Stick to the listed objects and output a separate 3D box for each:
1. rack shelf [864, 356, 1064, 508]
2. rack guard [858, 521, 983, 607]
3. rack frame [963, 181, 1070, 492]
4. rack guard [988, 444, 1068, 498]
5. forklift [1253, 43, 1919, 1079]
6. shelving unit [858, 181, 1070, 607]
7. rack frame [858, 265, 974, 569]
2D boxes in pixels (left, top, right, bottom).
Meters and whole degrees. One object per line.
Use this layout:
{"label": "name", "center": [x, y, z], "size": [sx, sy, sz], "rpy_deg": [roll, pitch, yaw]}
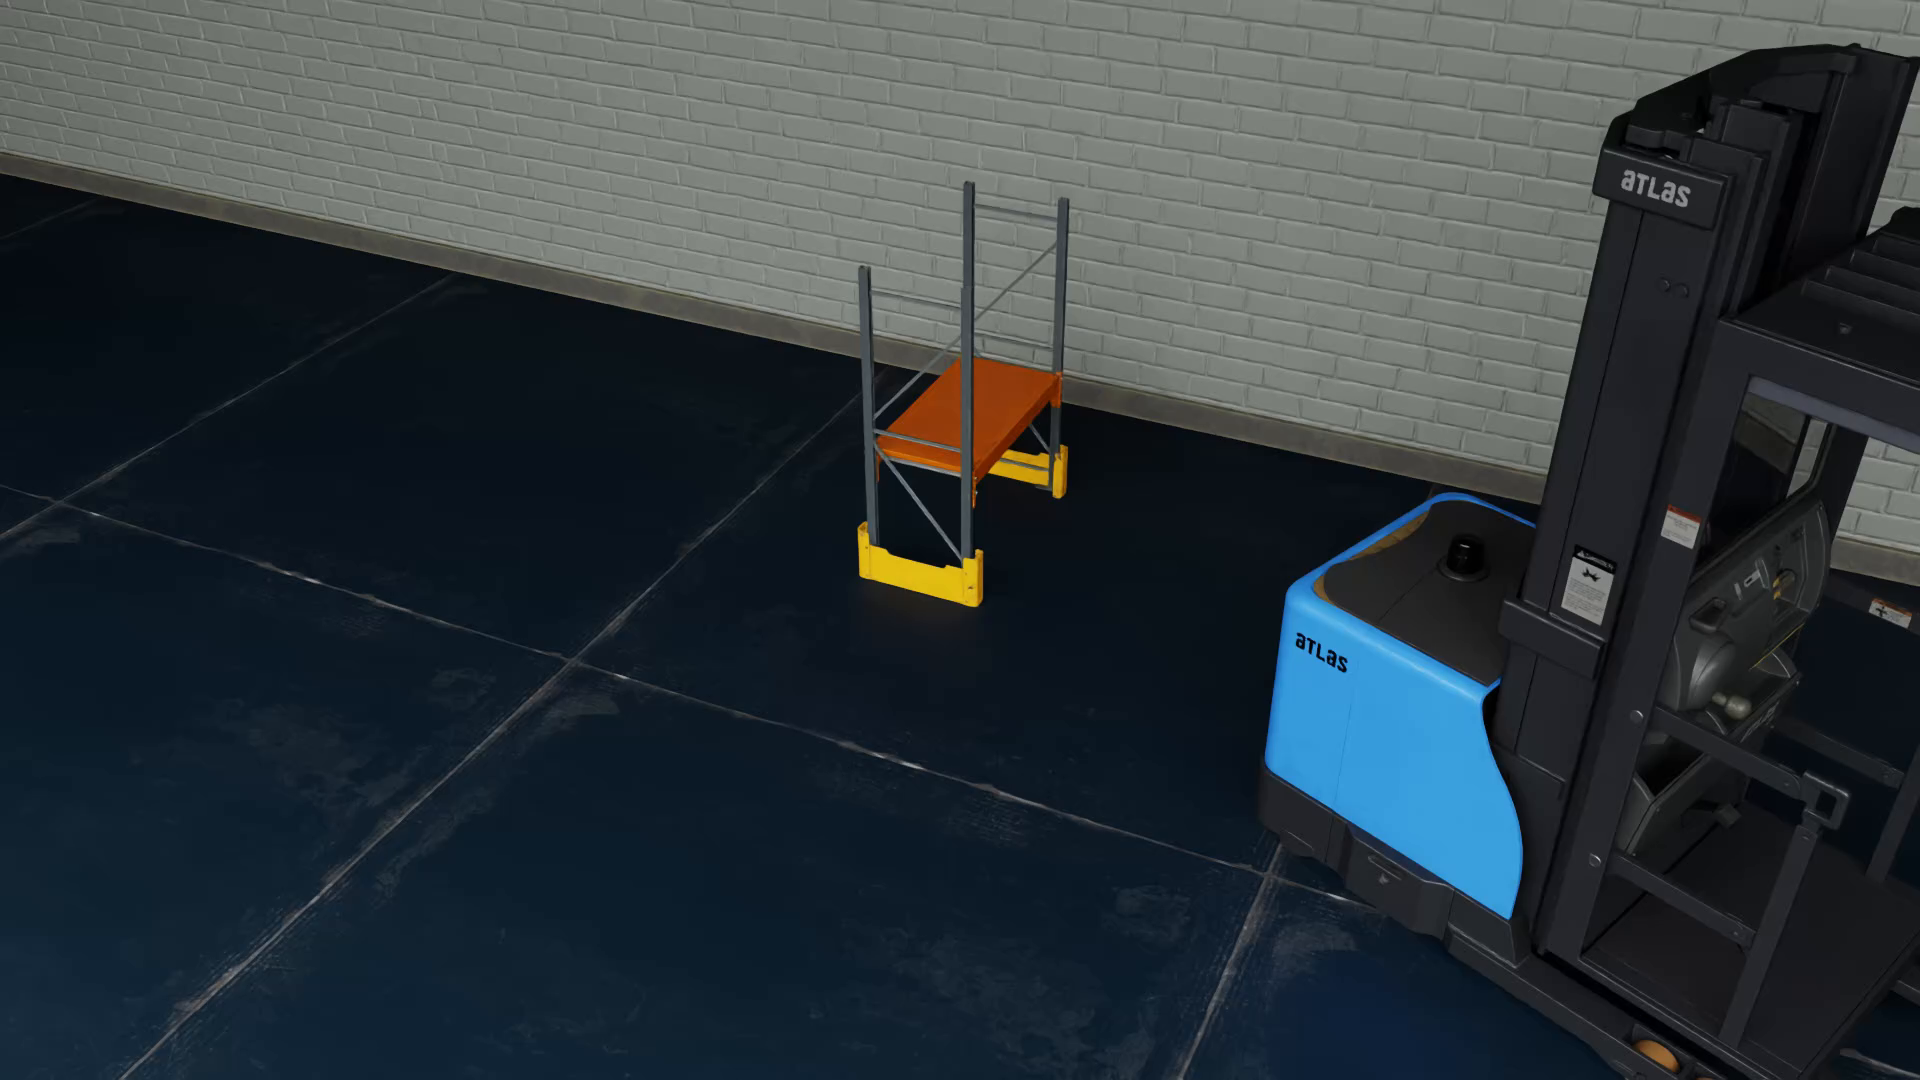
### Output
{"label": "rack shelf", "center": [0.036, -0.519, 7.502], "size": [0.538, 0.185, 1.000], "rpy_deg": [14, 36, 20]}
{"label": "rack guard", "center": [-0.176, 0.106, 7.361], "size": [0.587, 0.250, 0.087], "rpy_deg": [14, 36, 20]}
{"label": "rack frame", "center": [0.248, -0.923, 7.790], "size": [0.500, 1.500, 0.032], "rpy_deg": [14, 36, 20]}
{"label": "rack guard", "center": [0.240, -0.391, 8.118], "size": [0.587, 0.250, 0.087], "rpy_deg": [14, 36, 20]}
{"label": "forklift", "center": [2.439, 0.249, 4.697], "size": [1.130, 2.935, 3.031], "rpy_deg": [-26, 42, -34]}
{"label": "shelving unit", "center": [0.032, -0.665, 7.397], "size": [0.587, 1.500, 1.083], "rpy_deg": [14, 36, 20]}
{"label": "rack frame", "center": [-0.177, -0.417, 7.017], "size": [0.500, 1.500, 0.032], "rpy_deg": [14, 36, 20]}
